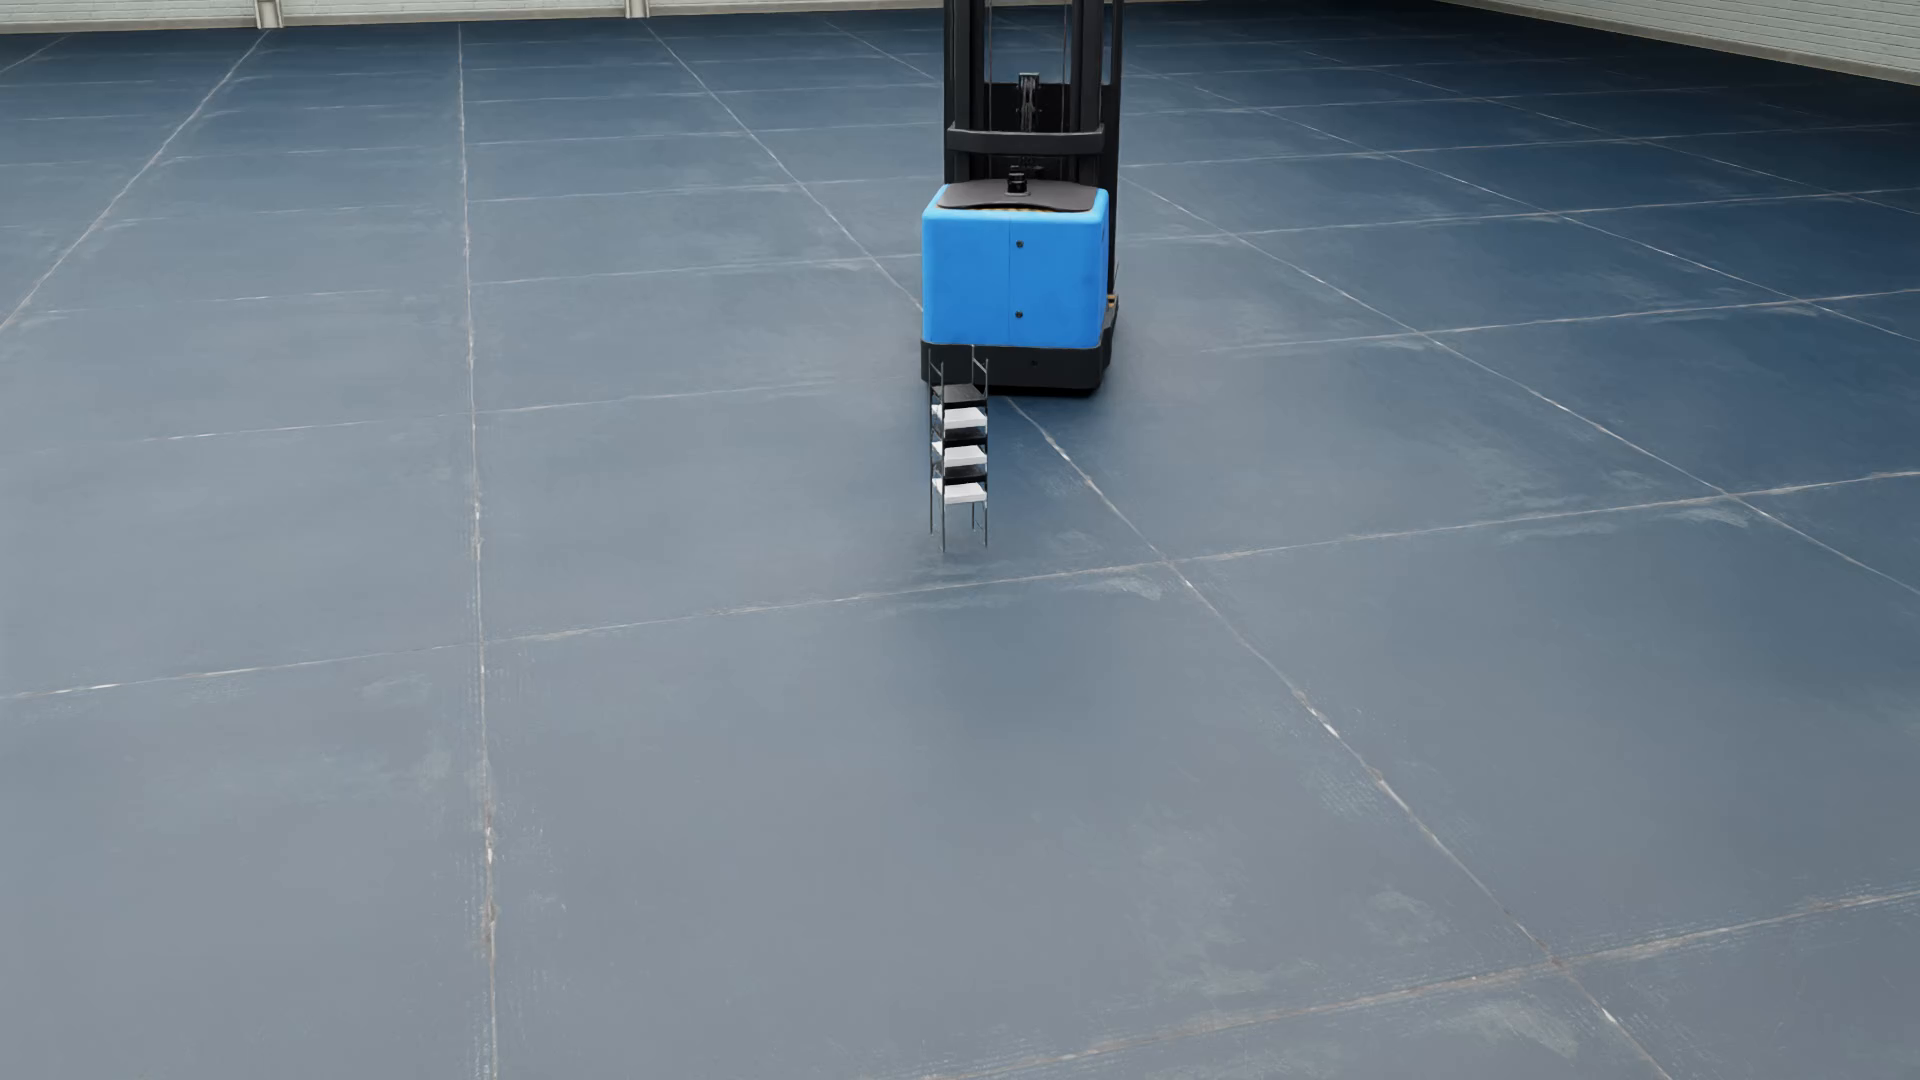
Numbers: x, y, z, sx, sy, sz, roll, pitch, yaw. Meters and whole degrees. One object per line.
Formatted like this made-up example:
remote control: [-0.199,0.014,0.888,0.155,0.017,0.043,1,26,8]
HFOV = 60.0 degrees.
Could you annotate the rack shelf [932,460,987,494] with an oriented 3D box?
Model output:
rack shelf: [-0.008,-0.299,7.619,0.200,0.077,0.258,-6,24,-14]

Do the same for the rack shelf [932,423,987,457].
rack shelf: [-0.008,-0.465,7.548,0.200,0.077,0.258,-6,24,-14]

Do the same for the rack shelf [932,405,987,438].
rack shelf: [-0.008,-0.547,7.513,0.200,0.077,0.258,-6,24,-14]

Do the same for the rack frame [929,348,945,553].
rack frame: [-0.106,-0.402,7.545,0.006,0.900,0.240,-6,24,-14]

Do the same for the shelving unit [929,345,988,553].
shelving unit: [-0.008,-0.413,7.571,0.210,0.900,0.258,-6,24,-14]

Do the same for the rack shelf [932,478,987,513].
rack shelf: [-0.008,-0.217,7.655,0.200,0.077,0.258,-6,24,-14]

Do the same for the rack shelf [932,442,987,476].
rack shelf: [-0.008,-0.382,7.584,0.200,0.077,0.258,-6,24,-14]

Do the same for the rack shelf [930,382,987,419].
rack shelf: [-0.008,-0.630,7.477,0.200,0.077,0.258,-6,24,-14]

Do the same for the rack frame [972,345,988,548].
rack frame: [0.090,-0.424,7.596,0.006,0.900,0.240,-6,24,-14]

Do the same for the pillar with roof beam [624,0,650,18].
pillar with roof beam: [-4.469,-11.636,23.455,0.400,9.000,9.100,-6,24,-14]

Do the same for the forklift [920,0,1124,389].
forklift: [0.476,-2.766,10.480,1.130,2.935,3.031,3,23,7]

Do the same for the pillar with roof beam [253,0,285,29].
pillar with roof beam: [-10.246,-10.997,21.966,0.400,9.000,9.100,-6,24,-14]
